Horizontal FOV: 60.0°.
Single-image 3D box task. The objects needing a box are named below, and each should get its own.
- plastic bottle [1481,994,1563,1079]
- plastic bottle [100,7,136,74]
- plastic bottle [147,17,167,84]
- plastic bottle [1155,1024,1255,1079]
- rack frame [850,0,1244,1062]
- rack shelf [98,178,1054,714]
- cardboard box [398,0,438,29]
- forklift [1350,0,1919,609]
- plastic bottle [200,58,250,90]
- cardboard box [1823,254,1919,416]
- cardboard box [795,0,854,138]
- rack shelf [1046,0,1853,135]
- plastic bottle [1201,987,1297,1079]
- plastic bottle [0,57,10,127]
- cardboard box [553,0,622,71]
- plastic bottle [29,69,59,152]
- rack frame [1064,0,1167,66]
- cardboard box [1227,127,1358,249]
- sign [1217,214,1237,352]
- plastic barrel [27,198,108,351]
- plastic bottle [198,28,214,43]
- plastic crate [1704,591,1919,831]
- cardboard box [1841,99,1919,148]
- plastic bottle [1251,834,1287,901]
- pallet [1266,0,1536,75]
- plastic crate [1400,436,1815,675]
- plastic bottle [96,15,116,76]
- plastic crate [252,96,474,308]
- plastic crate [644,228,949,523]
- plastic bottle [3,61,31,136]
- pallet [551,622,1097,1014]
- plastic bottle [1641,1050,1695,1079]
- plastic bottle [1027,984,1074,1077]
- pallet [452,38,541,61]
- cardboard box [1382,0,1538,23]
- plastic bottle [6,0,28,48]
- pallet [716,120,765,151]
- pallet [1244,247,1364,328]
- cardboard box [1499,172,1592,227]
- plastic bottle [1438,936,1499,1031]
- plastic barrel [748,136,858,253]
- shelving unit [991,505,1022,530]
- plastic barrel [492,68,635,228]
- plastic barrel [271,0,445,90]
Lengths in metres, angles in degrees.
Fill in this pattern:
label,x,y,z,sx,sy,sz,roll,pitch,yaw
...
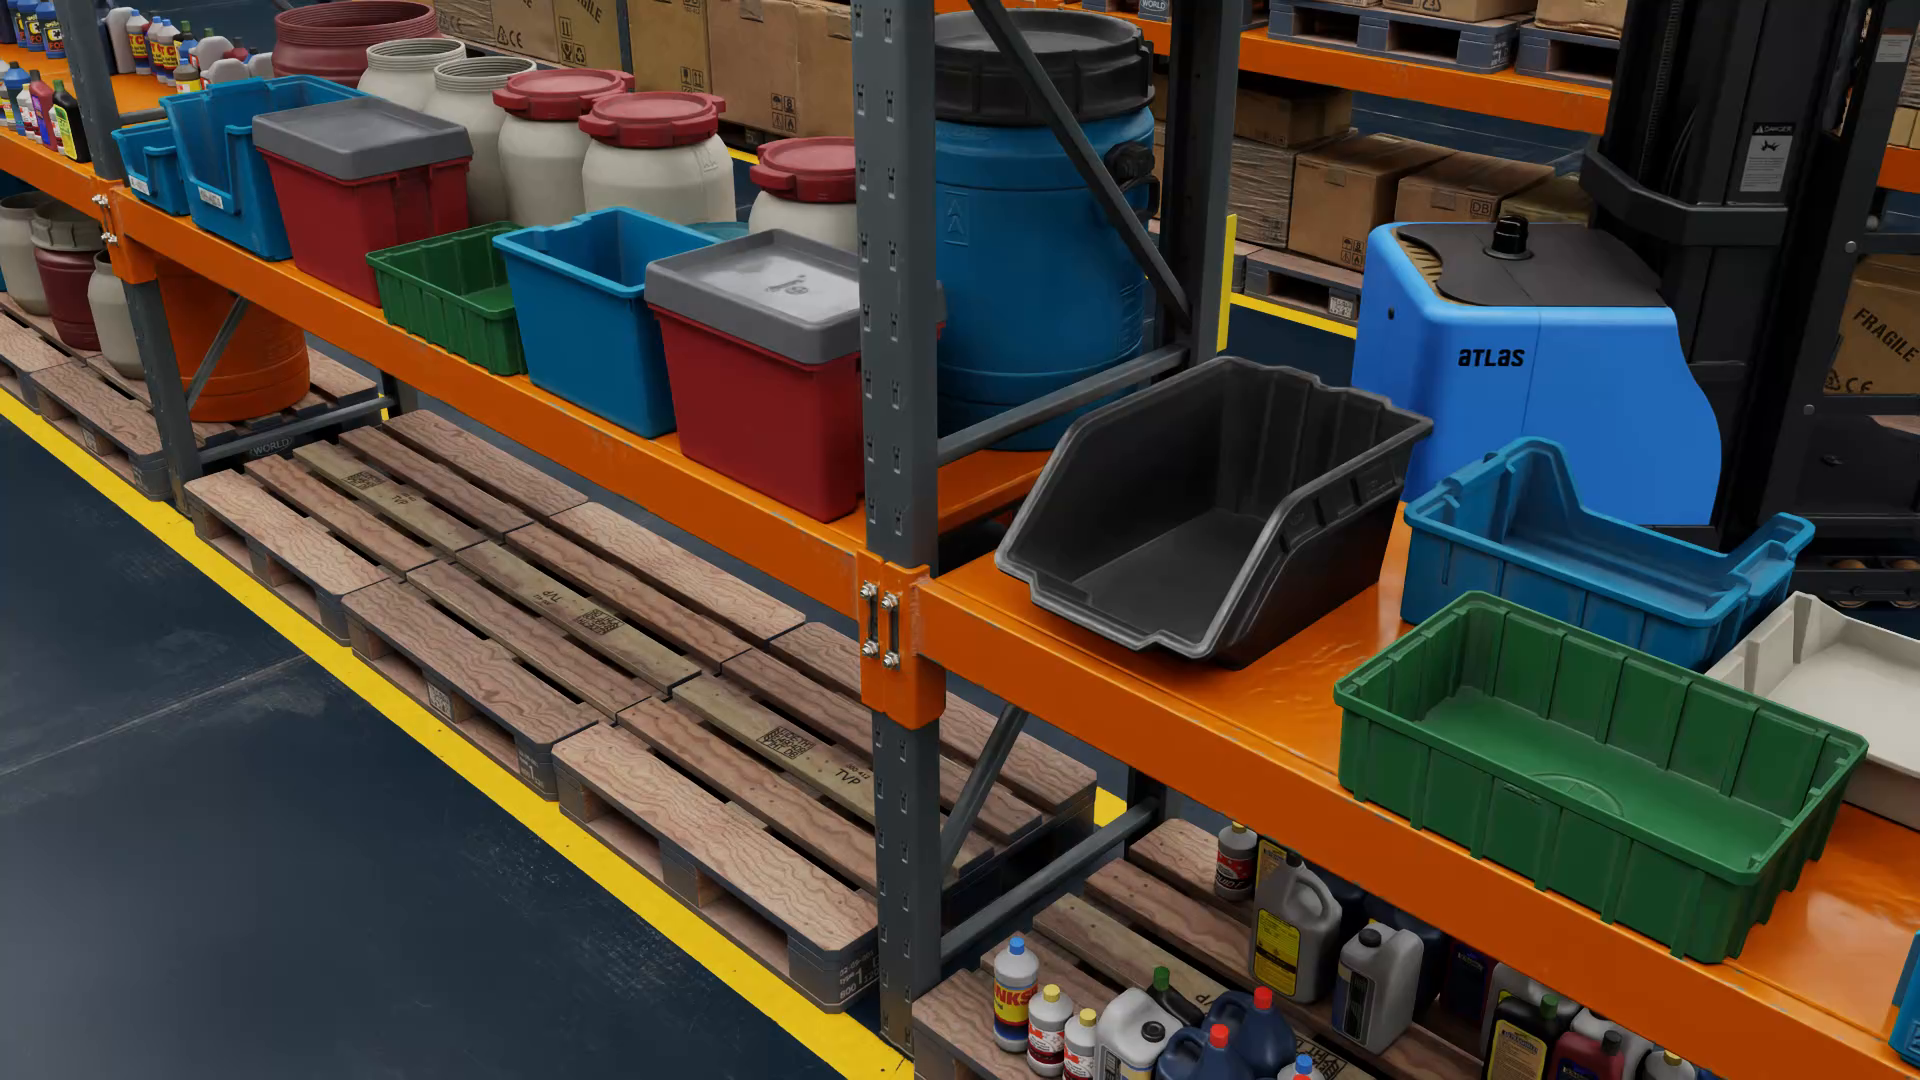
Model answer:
label,x,y,z,sx,sy,sz,roll,pitch,yaw
plastic bottle,1.177,1.050,3.476,0.133,0.283,0.061,25,36,38
plastic bottle,-3.721,-2.234,7.408,0.135,0.276,0.152,25,36,38
plastic bottle,-3.455,-2.128,7.211,0.097,0.271,0.097,0,28,0
plastic bottle,0.487,1.096,3.315,0.144,0.351,0.185,-24,36,-38
rack frame,0.202,-0.282,3.564,0.127,3.000,1.000,25,36,38
rack shelf,-1.224,-0.617,4.973,4.000,0.370,1.077,25,36,38
cardboard box,-4.370,-4.905,14.187,0.875,0.875,0.875,25,36,38
forklift,3.015,-1.309,5.589,3.031,2.935,1.130,0,28,0
plastic bottle,-2.839,-1.731,6.452,0.135,0.276,0.152,25,36,38
cardboard box,3.932,-0.862,6.901,0.500,0.500,0.500,23,36,37
cardboard box,-0.285,-3.002,10.568,0.875,0.875,1.225,25,36,39
rack shelf,2.249,-2.260,8.099,4.000,0.370,1.077,25,36,38
plastic bottle,0.588,1.049,3.406,0.185,0.351,0.144,25,36,38
plastic bottle,-3.749,-1.767,6.526,0.097,0.271,0.097,0,28,0
cardboard box,-2.444,-4.024,12.511,0.875,0.875,0.875,25,36,38
plastic bottle,-3.402,-1.602,6.198,0.133,0.283,0.061,25,36,38
rack frame,0.822,-3.231,9.172,0.127,3.000,1.000,25,36,38
cardboard box,1.719,-1.931,8.912,0.500,0.500,0.700,21,34,34
sign,0.596,-0.584,3.840,0.005,0.325,0.100,25,36,38
plastic barrel,-3.816,-1.229,7.503,0.708,0.588,0.600,25,36,38
plastic bottle,-3.126,-1.994,6.945,0.133,0.283,0.061,25,36,38
plastic crate,1.538,0.280,2.778,0.437,0.136,0.530,25,36,38
cardboard box,3.617,-1.645,6.425,0.250,0.149,0.380,25,36,38
plastic bottle,0.776,0.773,4.003,0.061,0.283,0.133,-23,36,-37
pallet,2.263,-2.514,8.014,1.213,0.211,1.003,25,36,38
plastic crate,1.182,0.054,3.083,0.616,0.251,0.499,25,36,38
plastic bottle,-3.843,-2.226,7.313,0.185,0.351,0.144,25,36,38
plastic crate,-1.712,-0.987,4.835,0.583,0.464,0.402,25,36,38
plastic crate,-0.358,-0.367,3.657,0.583,0.464,0.402,25,36,38
plastic bottle,-3.611,-1.704,6.405,0.097,0.271,0.097,0,28,0
pallet,-0.385,0.708,4.676,1.213,0.211,1.003,25,36,38
plastic bottle,1.447,1.128,3.416,0.097,0.201,0.097,0,28,0
plastic bottle,0.194,1.044,3.575,0.097,0.201,0.097,0,28,0
pallet,-3.391,-3.974,13.582,1.213,0.211,1.003,25,36,38
cardboard box,2.374,-2.693,7.586,0.797,0.503,0.637,-21,34,-34
plastic bottle,-4.449,-2.483,7.888,0.097,0.271,0.097,0,28,0
pallet,-1.427,-3.075,11.872,1.213,0.211,1.003,25,36,38
pallet,2.244,-1.344,8.578,1.213,0.211,1.003,25,36,38
cardboard box,2.925,-1.384,7.872,0.500,0.500,0.700,24,36,38
plastic bottle,1.146,0.942,3.682,0.061,0.283,0.133,-22,35,-36
plastic barrel,-0.326,-0.727,4.265,0.433,0.535,0.433,0,28,0
shelving unit,-0.005,-0.500,5.992,1.048,1.125,0.538,25,36,38
plastic barrel,-1.158,-1.108,4.988,0.433,0.535,0.433,0,28,0
plastic barrel,-2.107,-1.597,5.918,0.708,0.536,0.600,25,36,38
